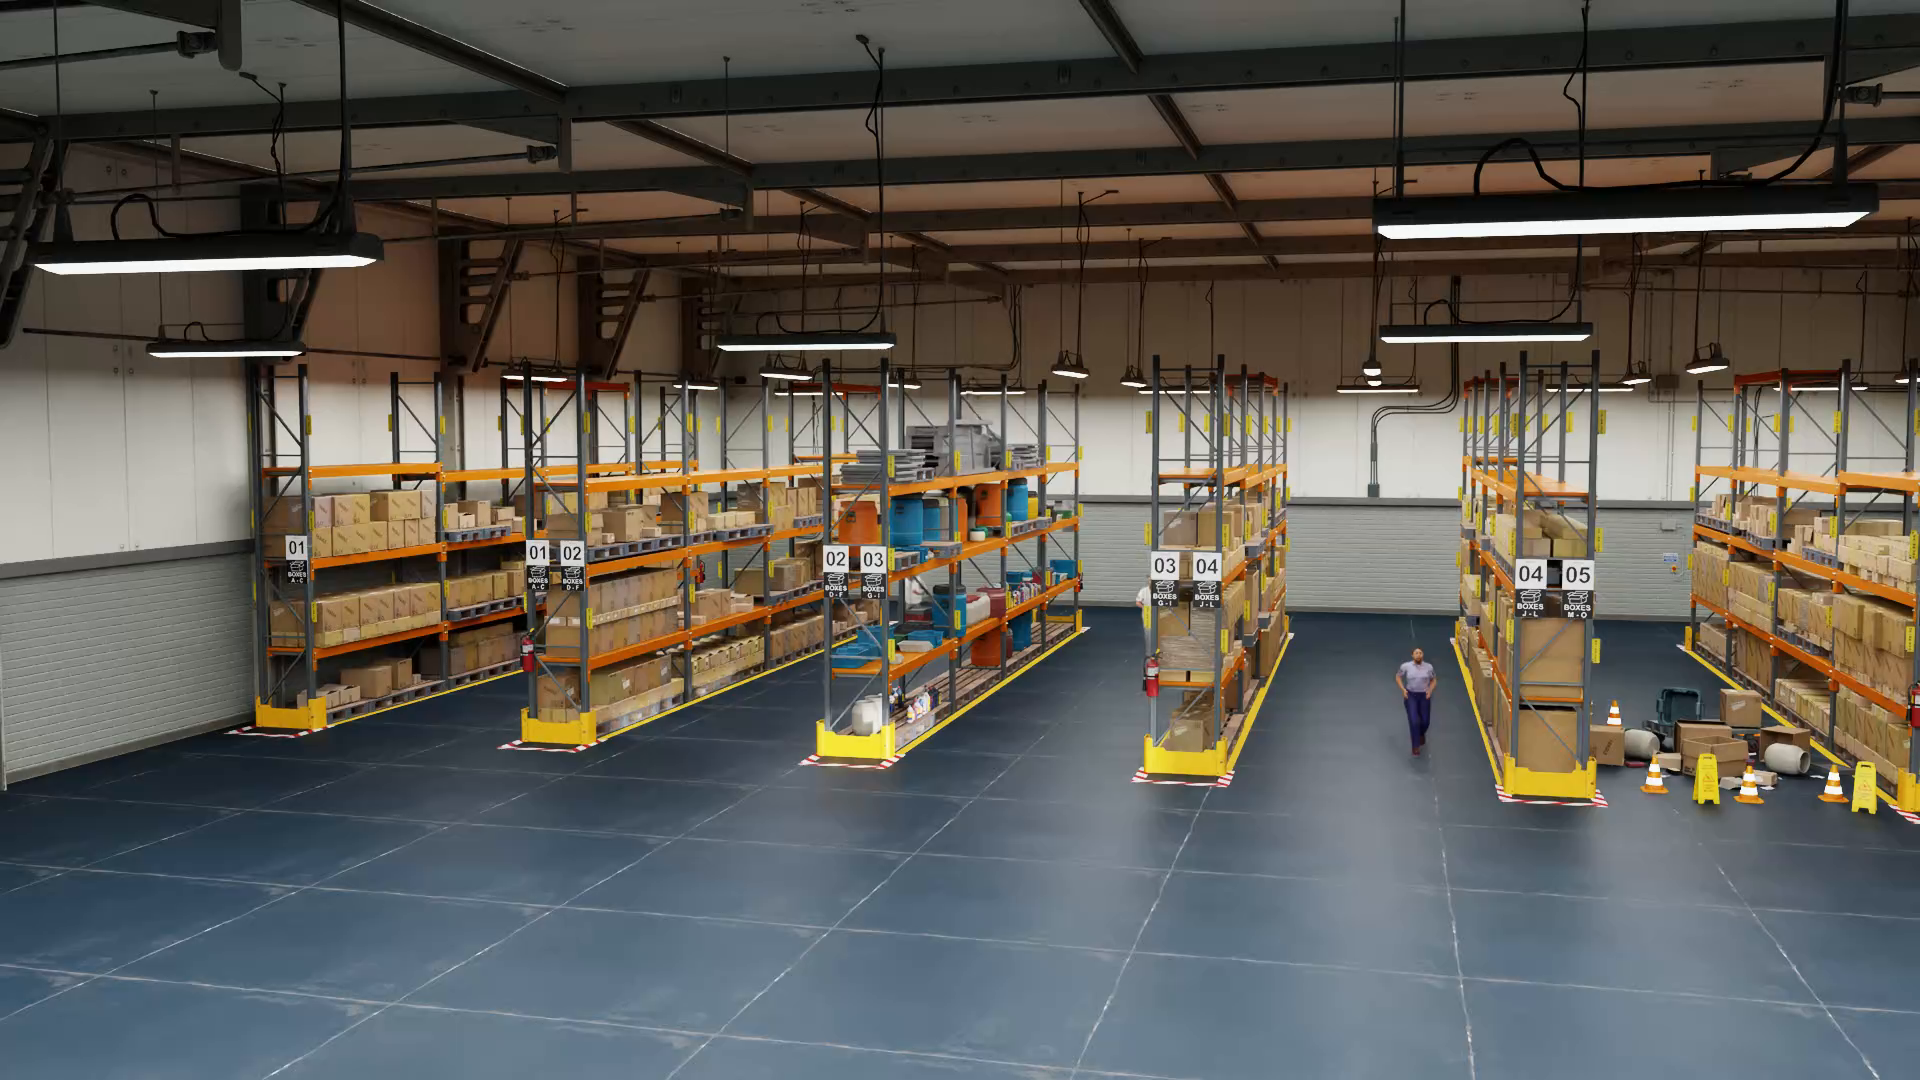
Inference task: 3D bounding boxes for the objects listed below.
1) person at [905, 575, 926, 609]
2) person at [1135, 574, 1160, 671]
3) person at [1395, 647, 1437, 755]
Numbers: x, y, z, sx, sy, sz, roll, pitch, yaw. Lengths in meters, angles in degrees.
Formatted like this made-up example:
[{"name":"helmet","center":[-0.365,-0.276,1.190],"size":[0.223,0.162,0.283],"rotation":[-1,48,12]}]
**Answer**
[{"name":"person","center":[-1.099,1.448,38.528],"size":[0.659,1.755,0.914],"rotation":[0,4,6]},{"name":"person","center":[3.797,1.604,32.755],"size":[0.683,1.907,0.756],"rotation":[1,4,14]},{"name":"person","center":[6.991,2.442,25.528],"size":[0.601,1.628,0.652],"rotation":[1,4,8]}]
